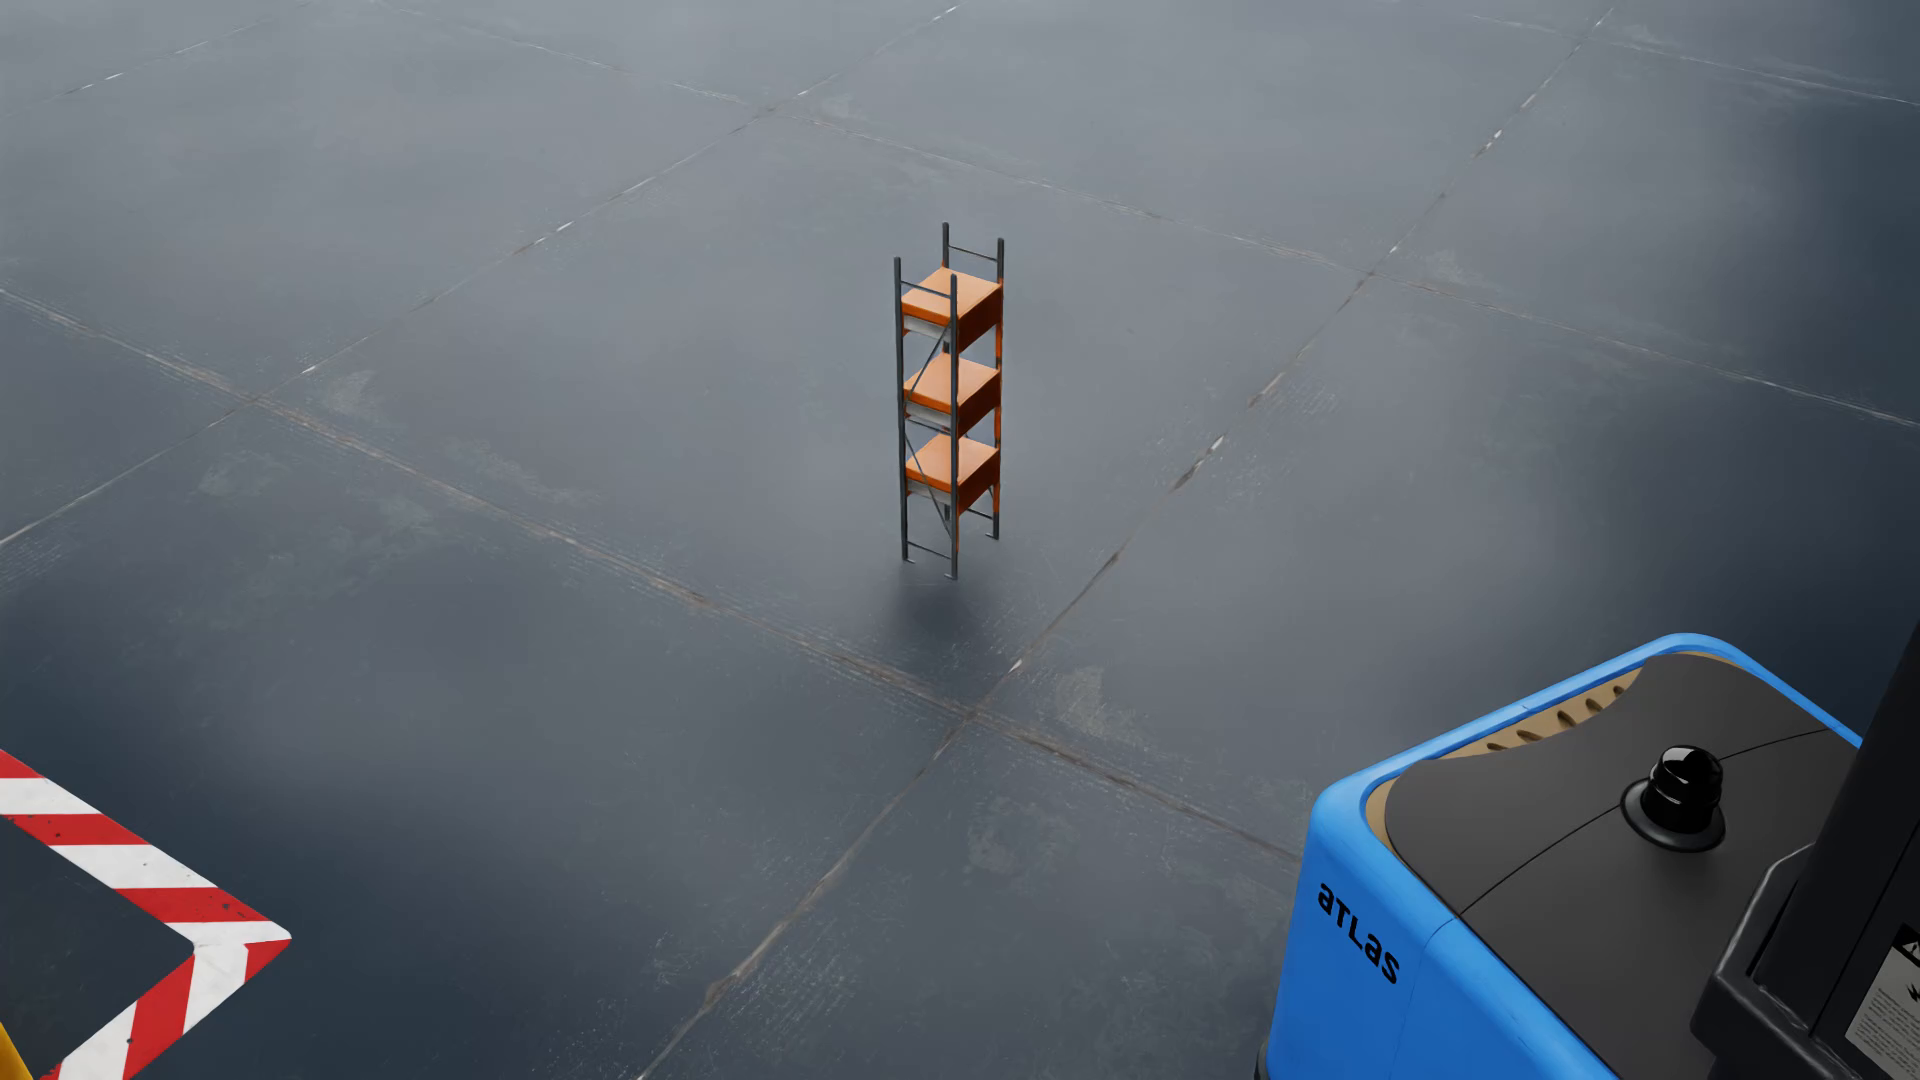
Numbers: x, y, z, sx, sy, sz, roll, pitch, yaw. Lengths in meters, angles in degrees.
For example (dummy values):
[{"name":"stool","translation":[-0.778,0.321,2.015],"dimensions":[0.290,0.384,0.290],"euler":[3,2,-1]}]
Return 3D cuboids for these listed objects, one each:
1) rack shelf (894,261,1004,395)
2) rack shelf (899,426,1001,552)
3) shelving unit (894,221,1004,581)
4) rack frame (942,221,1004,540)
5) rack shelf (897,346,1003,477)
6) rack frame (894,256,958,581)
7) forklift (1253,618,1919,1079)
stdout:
[{"name":"rack shelf","translation":[-0.029,-0.605,4.727],"dimensions":[0.215,0.259,0.240],"euler":[21,42,25]},{"name":"rack shelf","translation":[-0.029,-0.160,5.070],"dimensions":[0.215,0.259,0.240],"euler":[21,42,25]},{"name":"shelving unit","translation":[-0.029,-0.388,4.894],"dimensions":[0.215,1.050,0.252],"euler":[21,42,25]},{"name":"rack frame","translation":[0.037,-0.451,4.975],"dimensions":[0.200,1.050,0.008],"euler":[21,42,25]},{"name":"rack shelf","translation":[-0.029,-0.380,4.900],"dimensions":[0.215,0.259,0.240],"euler":[21,42,25]},{"name":"rack frame","translation":[-0.094,-0.325,4.812],"dimensions":[0.200,1.050,0.008],"euler":[21,42,25]},{"name":"forklift","translation":[1.754,0.780,1.838],"dimensions":[1.130,2.935,3.031],"euler":[-19,41,-23]}]
